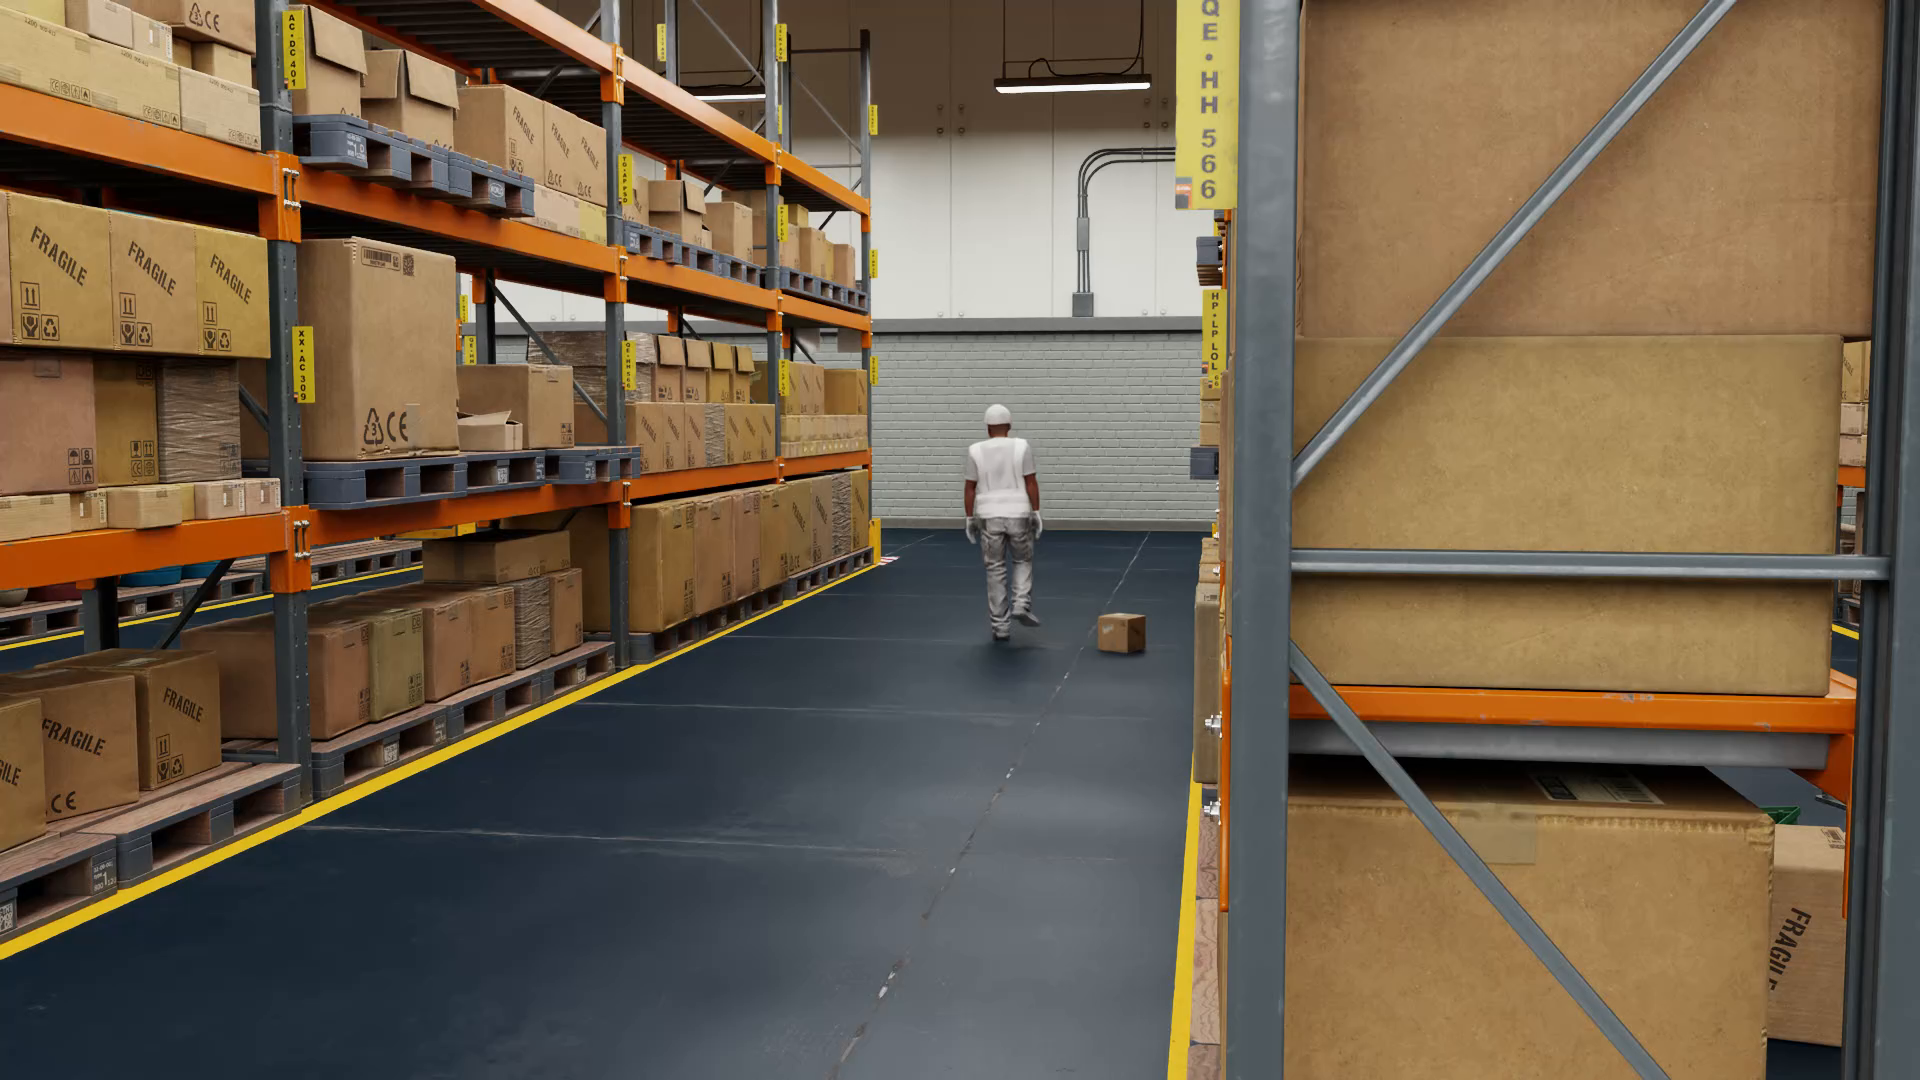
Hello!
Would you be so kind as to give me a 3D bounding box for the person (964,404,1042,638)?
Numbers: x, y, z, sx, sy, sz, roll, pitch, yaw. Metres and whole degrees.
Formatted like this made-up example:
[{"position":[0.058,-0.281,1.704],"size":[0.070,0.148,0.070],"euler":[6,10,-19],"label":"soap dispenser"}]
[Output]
[{"position":[0.329,-0.156,12.763],"size":[0.597,1.768,0.469],"euler":[0,4,-1],"label":"person"}]
